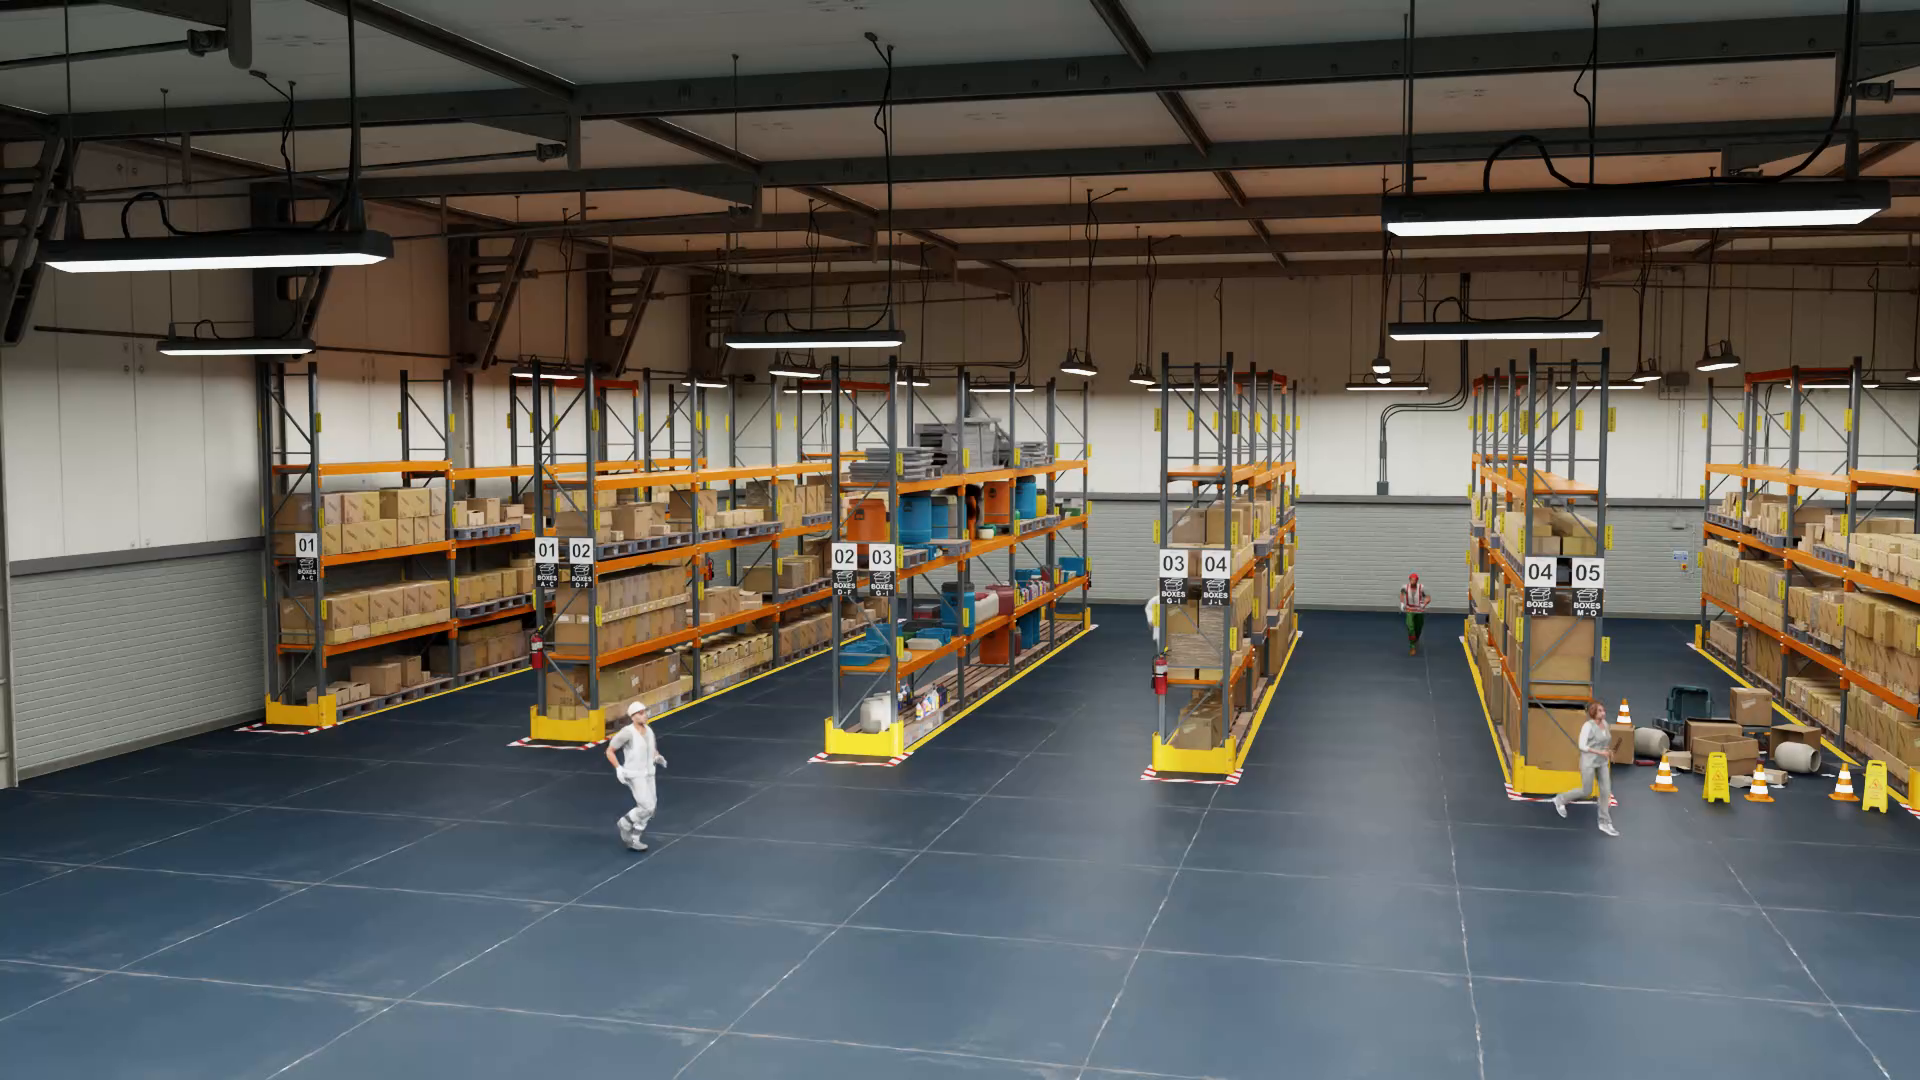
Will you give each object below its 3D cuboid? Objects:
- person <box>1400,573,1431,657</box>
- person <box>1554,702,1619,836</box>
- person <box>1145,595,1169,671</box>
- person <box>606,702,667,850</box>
[{"bbox_3d":[9.888,1.585,36.139,0.659,1.773,1.137,1,4,18],"label":"person"},{"bbox_3d":[7.763,2.774,20.472,0.550,1.598,0.859,-2,5,-29],"label":"person"},{"bbox_3d":[3.810,1.708,30.872,0.714,1.662,0.611,0,4,3],"label":"person"},{"bbox_3d":[-3.704,2.761,19.402,0.578,1.741,0.653,2,5,31],"label":"person"}]
